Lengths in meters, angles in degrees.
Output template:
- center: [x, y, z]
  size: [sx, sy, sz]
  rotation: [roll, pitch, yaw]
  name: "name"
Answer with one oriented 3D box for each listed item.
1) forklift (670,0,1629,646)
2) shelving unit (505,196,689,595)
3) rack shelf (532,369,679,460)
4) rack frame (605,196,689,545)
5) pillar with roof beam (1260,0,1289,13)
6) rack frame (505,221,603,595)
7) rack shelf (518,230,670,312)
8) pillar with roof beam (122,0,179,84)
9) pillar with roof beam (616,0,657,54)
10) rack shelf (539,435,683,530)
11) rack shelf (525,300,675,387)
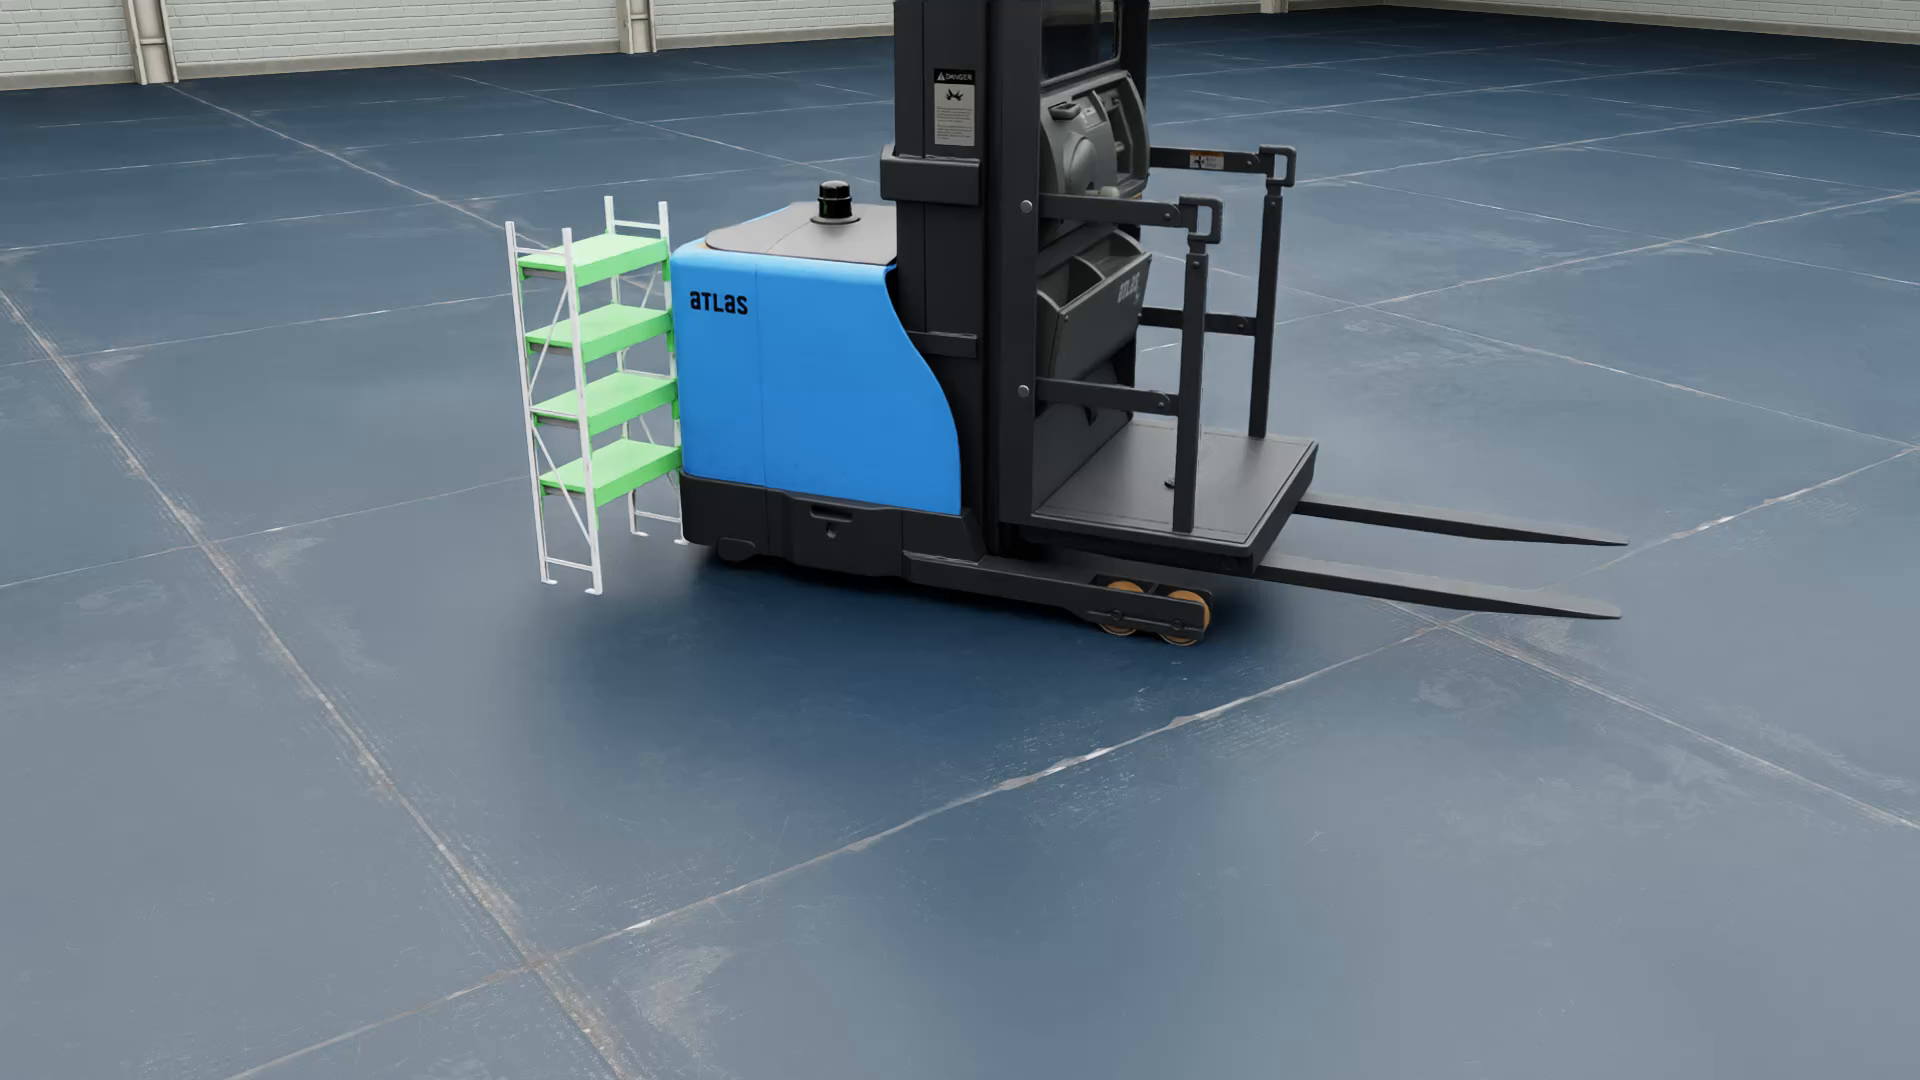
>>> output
- center: [0.611, -1.260, 5.100]
  size: [3.031, 2.935, 1.130]
  rotation: [9, 23, 21]
  name: "forklift"
- center: [-1.176, -0.481, 5.484]
  size: [0.258, 1.200, 0.503]
  rotation: [10, 24, 24]
  name: "shelving unit"
- center: [-1.176, -0.422, 5.507]
  size: [0.258, 0.148, 0.480]
  rotation: [10, 24, 24]
  name: "rack shelf"
- center: [-1.067, -0.562, 5.687]
  size: [0.240, 1.200, 0.015]
  rotation: [10, 24, 24]
  name: "rack frame"
- center: [7.944, -12.022, 23.881]
  size: [0.400, 9.000, 9.100]
  rotation: [-15, 26, -33]
  name: "pillar with roof beam"
- center: [-1.284, -0.400, 5.281]
  size: [0.240, 1.200, 0.015]
  rotation: [10, 24, 24]
  name: "rack frame"
- center: [-1.176, -0.868, 5.329]
  size: [0.258, 0.148, 0.480]
  rotation: [10, 24, 24]
  name: "rack shelf"
- center: [-6.667, -8.126, 14.117]
  size: [0.400, 9.000, 9.100]
  rotation: [-15, 26, -33]
  name: "pillar with roof beam"
- center: [-1.797, -9.424, 17.372]
  size: [0.400, 9.000, 9.100]
  rotation: [-15, 26, -33]
  name: "pillar with roof beam"
- center: [-1.176, -0.199, 5.596]
  size: [0.258, 0.148, 0.480]
  rotation: [10, 24, 24]
  name: "rack shelf"
- center: [-1.176, -0.645, 5.418]
  size: [0.258, 0.148, 0.480]
  rotation: [10, 24, 24]
  name: "rack shelf"
